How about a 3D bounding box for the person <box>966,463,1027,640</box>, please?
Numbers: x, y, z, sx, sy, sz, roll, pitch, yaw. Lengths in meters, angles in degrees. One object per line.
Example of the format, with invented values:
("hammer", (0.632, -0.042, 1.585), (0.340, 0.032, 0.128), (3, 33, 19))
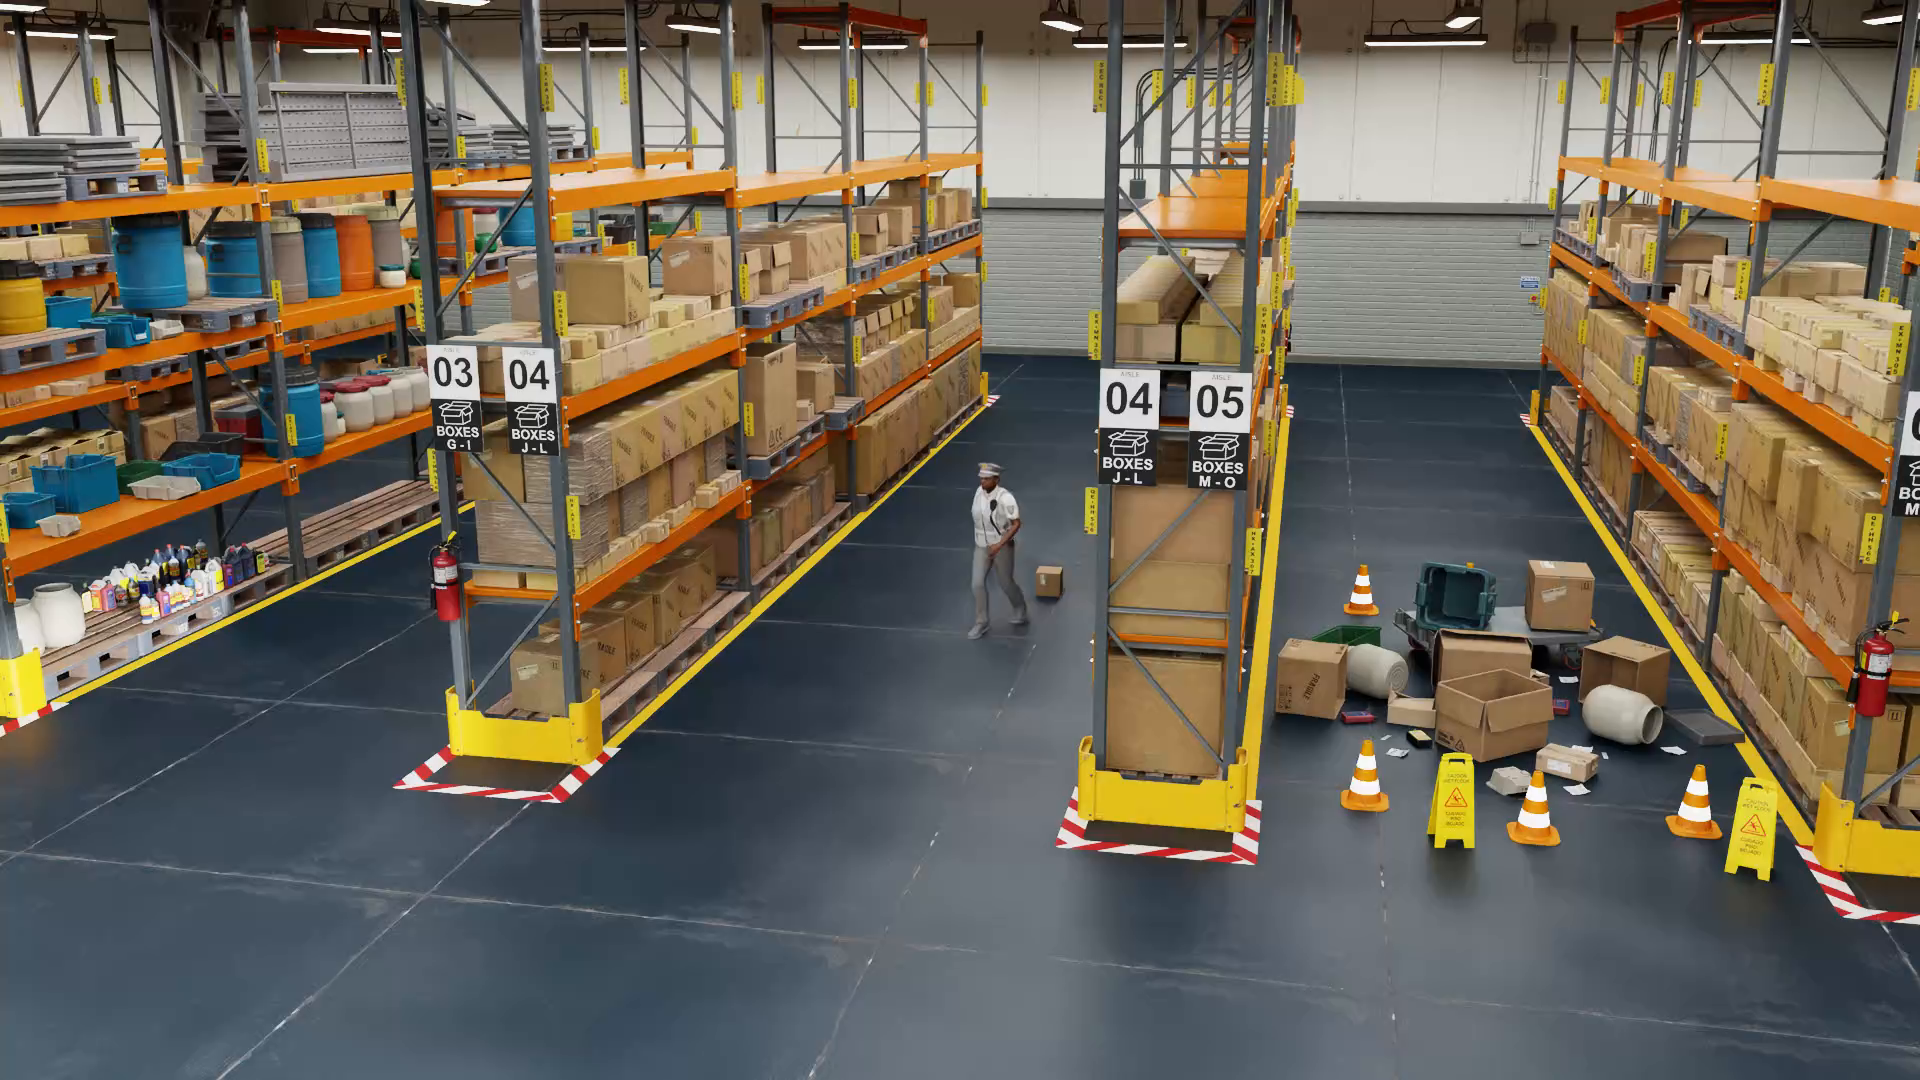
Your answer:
("person", (0.354, 0.058, 15.756), (0.597, 1.692, 0.776), (10, 18, 33))
